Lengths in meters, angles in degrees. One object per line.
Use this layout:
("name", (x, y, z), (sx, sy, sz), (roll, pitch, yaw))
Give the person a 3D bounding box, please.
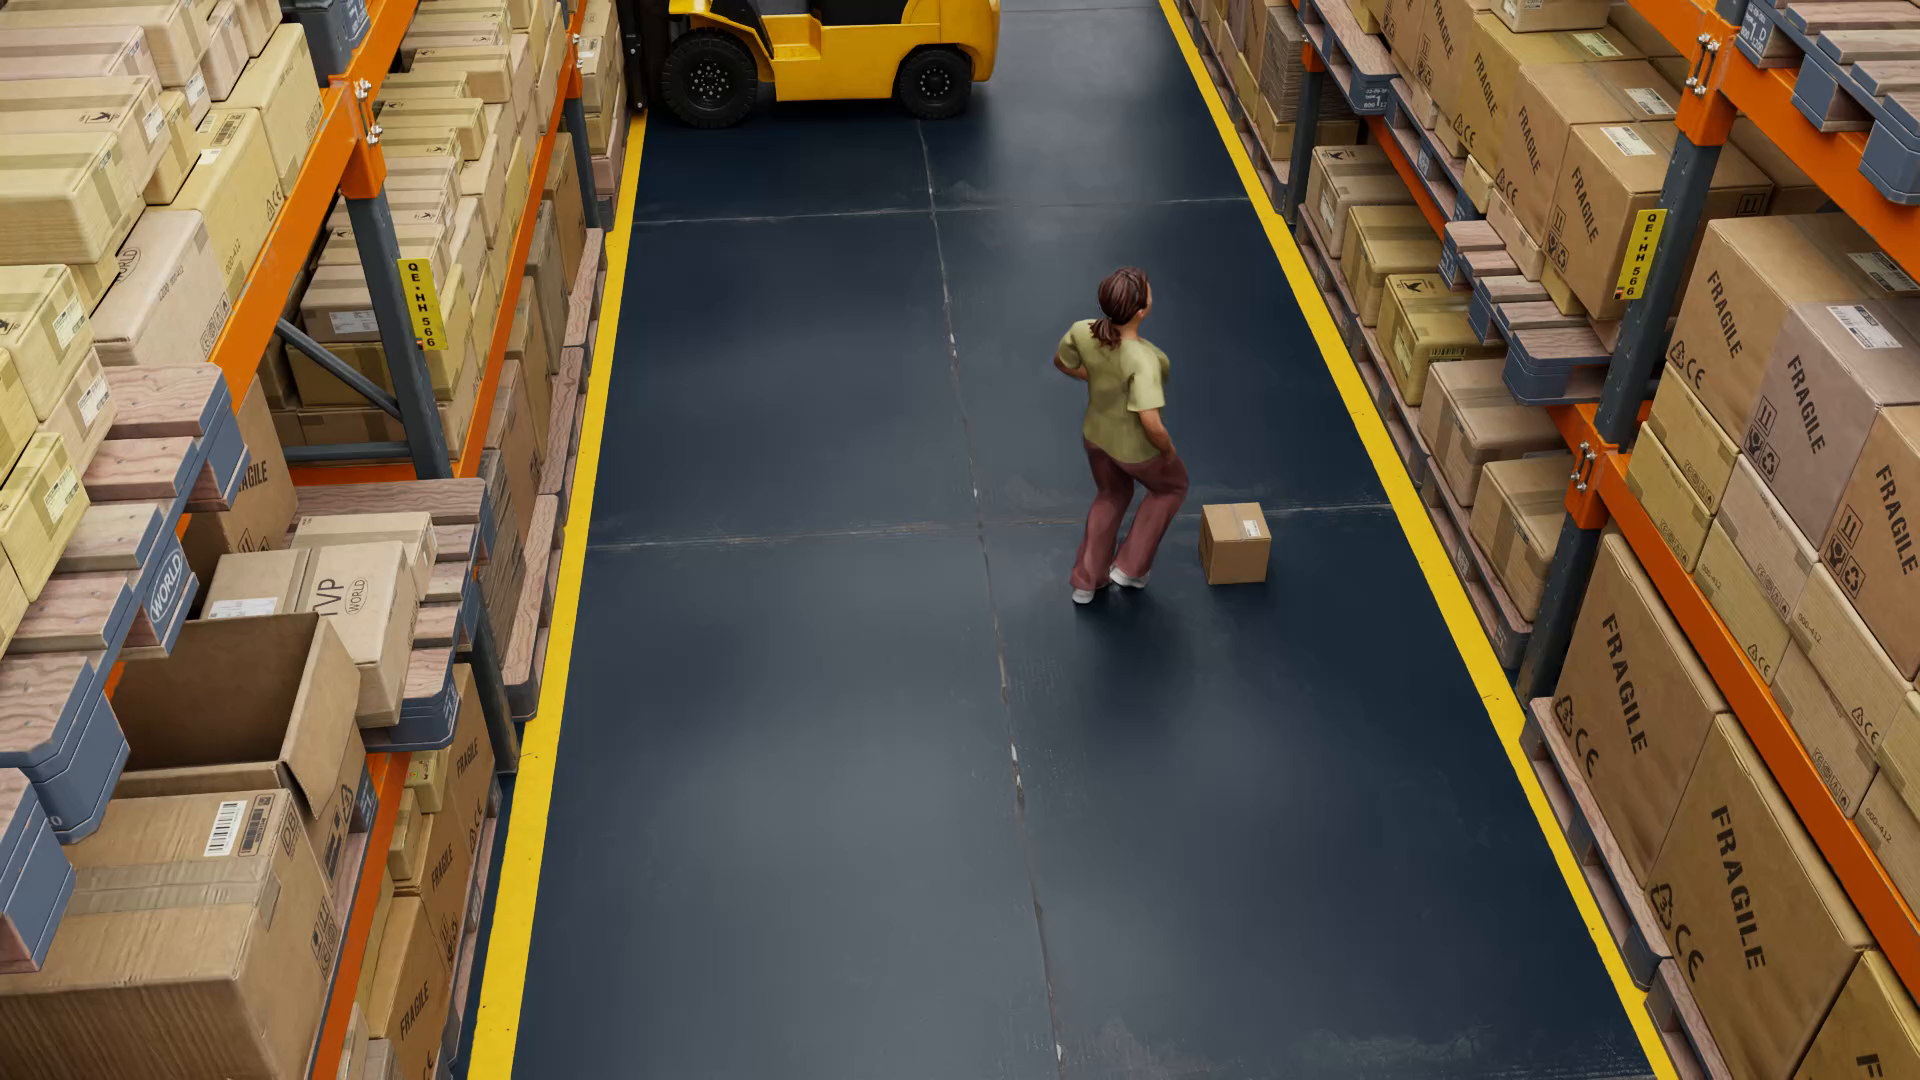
("person", (0.693, -0.396, 6.689), (0.526, 1.674, 0.639), (-31, 48, -32))
